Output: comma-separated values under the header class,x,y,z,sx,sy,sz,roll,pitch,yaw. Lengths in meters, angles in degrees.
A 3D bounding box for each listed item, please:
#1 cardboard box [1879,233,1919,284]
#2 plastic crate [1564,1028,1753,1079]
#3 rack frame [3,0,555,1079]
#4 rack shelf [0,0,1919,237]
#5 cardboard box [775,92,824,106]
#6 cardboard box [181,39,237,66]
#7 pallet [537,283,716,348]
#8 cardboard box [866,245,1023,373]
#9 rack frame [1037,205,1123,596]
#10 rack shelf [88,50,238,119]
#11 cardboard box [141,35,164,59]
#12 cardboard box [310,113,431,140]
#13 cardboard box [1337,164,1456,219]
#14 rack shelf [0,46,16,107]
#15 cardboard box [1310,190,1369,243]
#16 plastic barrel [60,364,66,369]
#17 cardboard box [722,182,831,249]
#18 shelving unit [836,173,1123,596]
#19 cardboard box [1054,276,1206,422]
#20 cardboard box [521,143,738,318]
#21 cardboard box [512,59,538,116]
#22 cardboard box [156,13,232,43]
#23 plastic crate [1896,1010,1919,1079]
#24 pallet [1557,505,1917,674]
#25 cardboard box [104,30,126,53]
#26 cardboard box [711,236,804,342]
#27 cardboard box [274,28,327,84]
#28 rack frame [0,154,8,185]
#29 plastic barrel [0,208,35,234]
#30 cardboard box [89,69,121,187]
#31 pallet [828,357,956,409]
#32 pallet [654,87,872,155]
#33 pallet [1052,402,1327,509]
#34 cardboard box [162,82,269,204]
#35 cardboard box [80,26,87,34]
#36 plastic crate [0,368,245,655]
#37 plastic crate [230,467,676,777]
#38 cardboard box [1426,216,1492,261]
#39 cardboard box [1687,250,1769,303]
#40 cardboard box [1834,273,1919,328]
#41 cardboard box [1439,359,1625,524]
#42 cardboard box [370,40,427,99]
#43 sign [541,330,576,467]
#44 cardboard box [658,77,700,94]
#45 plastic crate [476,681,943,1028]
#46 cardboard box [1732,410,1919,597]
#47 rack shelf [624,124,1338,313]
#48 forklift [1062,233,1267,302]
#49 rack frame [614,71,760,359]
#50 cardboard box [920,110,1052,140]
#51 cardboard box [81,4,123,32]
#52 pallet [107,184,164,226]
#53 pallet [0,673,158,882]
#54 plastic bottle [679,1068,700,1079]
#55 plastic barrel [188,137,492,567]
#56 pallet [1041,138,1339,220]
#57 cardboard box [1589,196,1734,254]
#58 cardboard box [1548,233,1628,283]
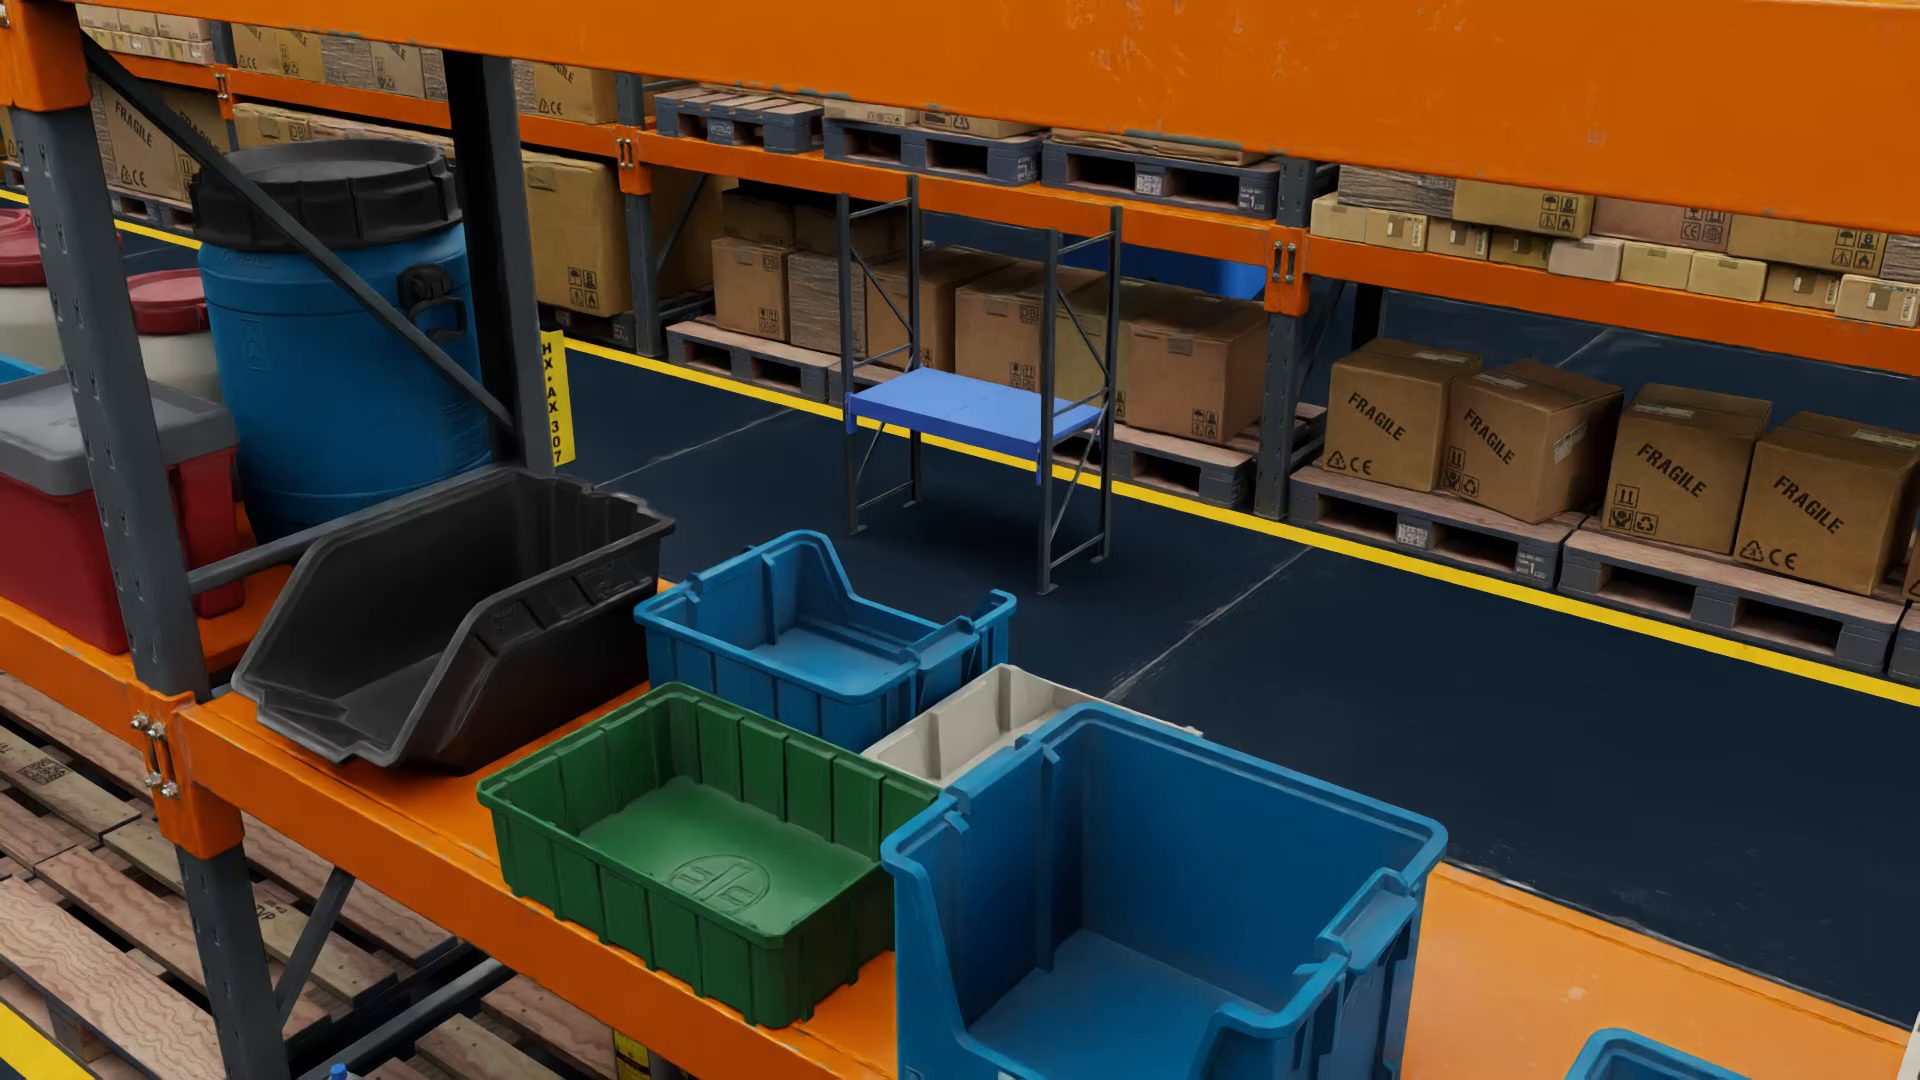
class,x,y,z,sx,sy,sz,roll,pitch,yaw
cardboard box,3.598,-1.200,5.760,0.500,0.500,0.875,17,29,33
plastic crate,0.801,0.824,1.844,0.408,0.251,0.499,17,29,33
rack frame,-1.303,-0.028,3.594,0.127,3.000,1.000,17,29,33
rack shelf,0.297,-0.588,2.036,4.000,0.370,1.077,17,29,33
cardboard box,-0.571,-2.611,8.811,0.700,0.500,0.500,-22,32,-40
cardboard box,-5.175,-3.414,11.589,0.250,0.149,0.380,17,29,34
pallet,-2.119,-1.532,10.466,1.213,0.211,1.003,17,29,33
cardboard box,-0.076,-1.230,8.877,0.500,0.500,0.700,20,31,38
rack frame,0.475,-0.543,6.622,0.032,1.500,0.500,17,29,33
rack shelf,-6.335,-3.715,12.854,4.000,0.370,1.077,17,29,33
cardboard box,-5.586,-3.538,11.871,0.250,0.149,0.380,16,29,32
cardboard box,-3.495,-2.416,11.128,0.875,0.875,1.225,16,28,32
cardboard box,1.990,-1.679,6.848,0.500,0.500,0.875,17,29,33
rack shelf,-2.904,-1.555,4.232,4.000,0.370,1.077,17,29,33
cardboard box,1.659,-1.362,6.933,0.250,0.149,0.380,17,29,33
plastic barrel,-2.270,-0.334,4.460,0.301,0.262,0.301,0,24,0
cardboard box,-0.979,-1.842,9.334,0.500,0.250,0.500,18,30,35
shelving unit,0.068,-0.666,6.901,1.048,1.500,0.538,17,29,33
cardboard box,0.818,-0.960,8.264,0.500,0.500,0.700,17,29,33
cardboard box,-2.073,-1.987,10.154,0.875,0.875,1.225,15,28,31
cardboard box,-2.473,-2.801,9.763,0.500,0.500,0.500,17,29,33
cardboard box,-5.245,-3.650,11.632,0.500,0.250,0.500,16,29,32
plastic crate,1.374,0.740,2.178,0.250,0.136,0.298,17,29,33
pallet,3.206,0.096,6.771,1.213,0.211,1.003,17,29,33
cardboard box,-5.999,-3.662,12.154,0.250,0.149,0.380,17,29,34
cardboard box,-0.985,-1.495,9.478,0.500,0.500,0.700,15,28,31
cardboard box,-4.113,-3.293,10.880,0.500,0.500,0.500,17,29,33
rack frame,-7.935,-4.528,13.807,0.127,3.000,1.000,17,29,33
plastic barrel,-2.871,-0.674,4.892,0.433,0.535,0.433,0,24,0
cardboard box,-6.647,-3.399,13.358,0.875,0.875,0.875,17,29,33
pallet,0.063,-0.833,8.878,1.213,0.211,1.003,17,29,33
pallet,-0.899,-2.368,9.141,1.003,0.211,1.213,17,29,33
pallet,1.043,-0.538,8.209,1.213,0.211,1.003,17,29,33
cardboard box,-5.215,-2.966,12.376,0.875,0.875,0.875,17,29,33
cardboard box,-6.406,-3.786,12.435,0.250,0.149,0.380,17,29,34
plastic crate,-1.874,-0.076,3.622,0.583,0.464,0.402,17,29,33
plastic crate,-0.961,0.168,3.226,0.504,0.338,0.767,17,29,33
cardboard box,2.068,-1.246,6.669,0.250,0.149,0.380,17,29,33
cardboard box,2.867,-1.004,6.119,0.250,0.149,0.380,17,29,33
cardboard box,3.253,-0.875,5.827,0.250,0.149,0.380,17,29,33
cardboard box,2.426,-0.429,7.082,0.500,0.500,0.500,-16,28,-31
cardboard box,-3.297,-3.049,10.326,0.500,0.500,0.500,17,29,34
sign,-0.965,-0.330,3.935,0.005,0.325,0.100,17,29,33
cardboard box,-1.759,-2.844,9.862,0.500,0.500,0.500,18,29,35
plastic crate,-0.386,0.488,2.685,0.662,0.188,0.450,17,29,33
cardboard box,3.390,-0.155,6.460,0.500,0.500,0.500,20,31,38
rack shelf,0.067,-1.781,8.463,4.000,0.370,1.077,17,29,33
forklift,1.601,-2.902,10.202,1.130,2.935,3.031,9,25,20
rack frame,-1.534,-2.593,9.416,0.127,3.000,1.000,17,29,33
cardboard box,0.225,-2.255,7.999,0.637,0.503,0.797,20,31,38
cardboard box,-6.069,-3.898,12.194,0.500,0.250,0.500,18,29,34
pallet,-6.276,-2.789,13.317,1.213,0.211,1.003,17,29,33
pallet,-2.935,0.776,5.228,1.213,0.211,1.003,17,29,33
plastic bottle,-0.530,1.180,3.684,0.135,0.276,0.152,17,29,33
plastic barrel,-1.431,-0.449,3.926,0.708,0.901,0.600,17,29,33
pallet,1.143,-1.770,7.785,1.213,0.211,1.003,17,29,33
cardboard box,2.830,-1.459,6.347,0.500,0.500,0.875,17,29,33
cardboard box,2.449,-1.115,6.372,0.250,0.149,0.380,17,29,33
